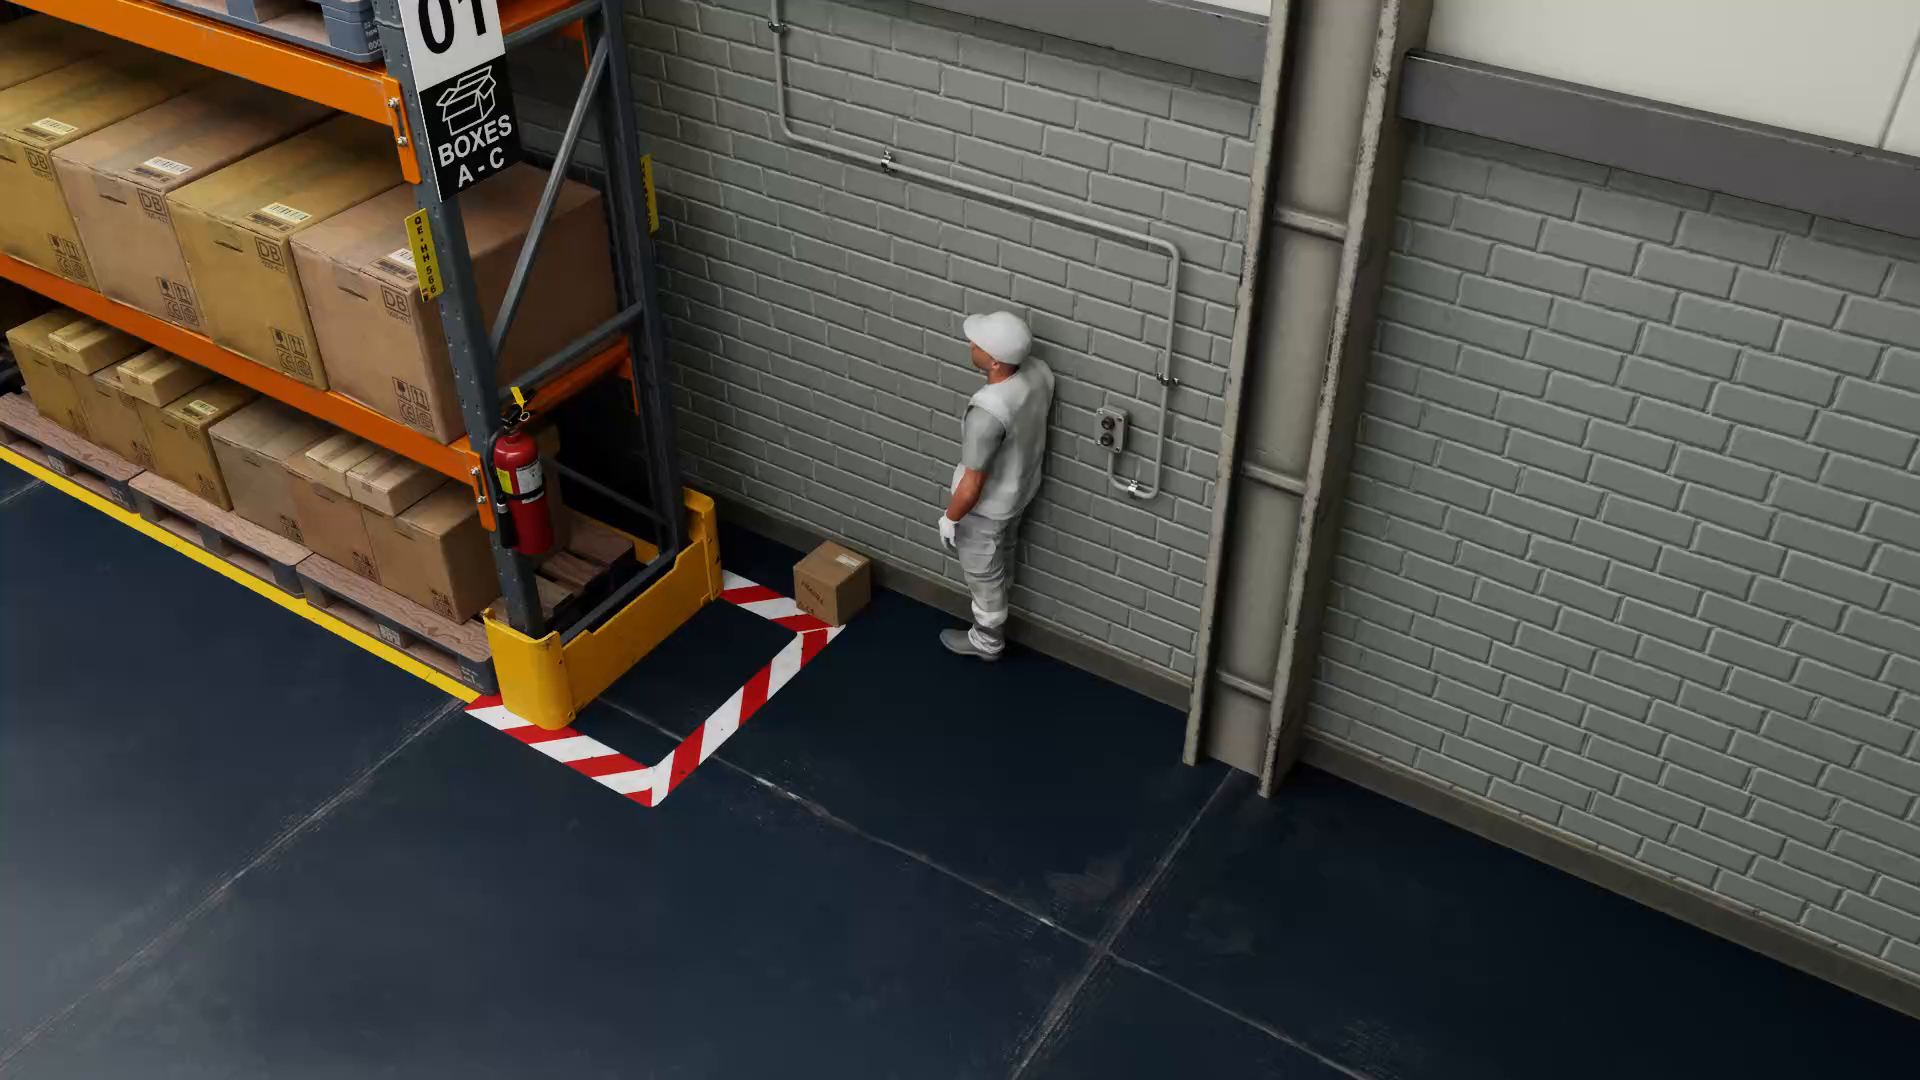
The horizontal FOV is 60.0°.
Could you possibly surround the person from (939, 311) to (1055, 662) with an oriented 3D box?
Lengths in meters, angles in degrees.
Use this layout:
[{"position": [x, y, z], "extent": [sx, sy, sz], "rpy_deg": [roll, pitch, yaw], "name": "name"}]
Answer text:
[{"position": [0.078, -0.225, 6.933], "extent": [0.562, 1.790, 0.638], "rpy_deg": [22, 43, 26], "name": "person"}]
